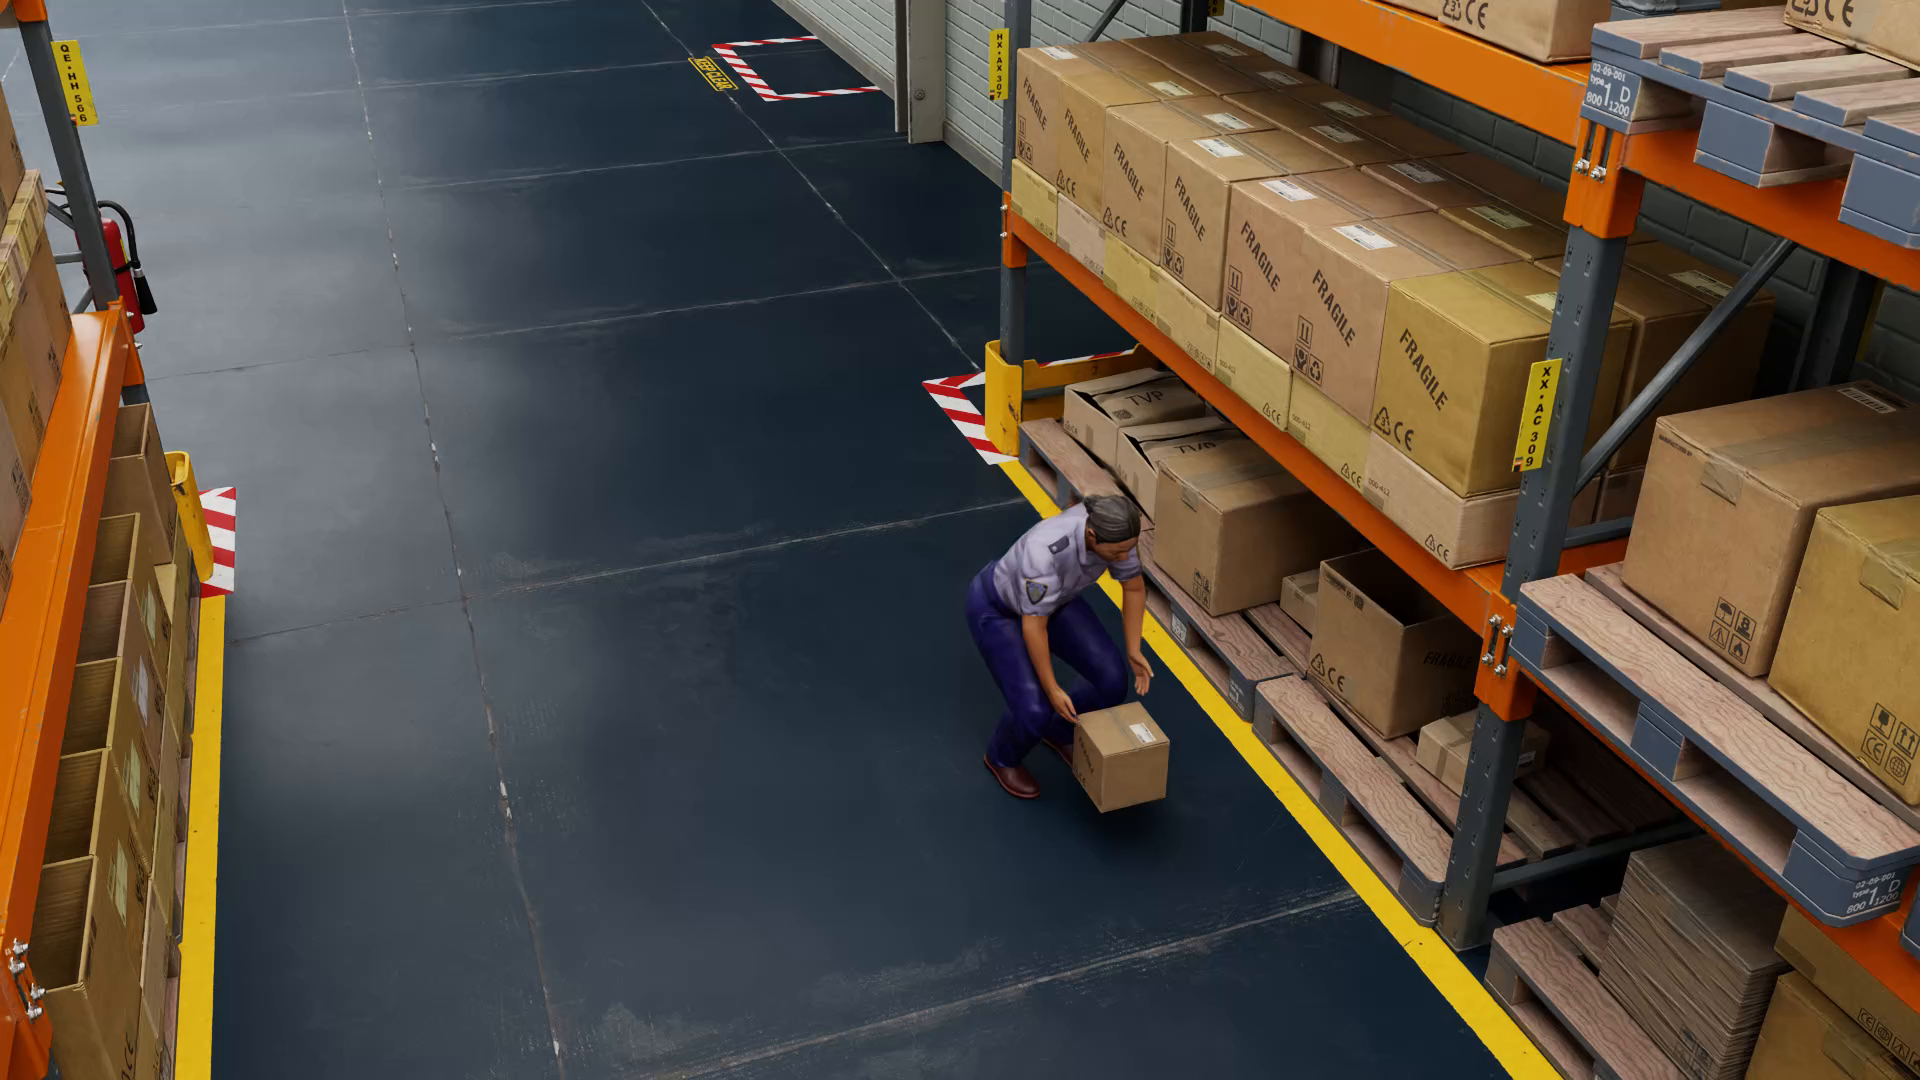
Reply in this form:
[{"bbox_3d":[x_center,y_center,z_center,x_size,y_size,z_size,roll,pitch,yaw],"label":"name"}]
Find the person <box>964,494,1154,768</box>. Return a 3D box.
[{"bbox_3d":[0.365,0.290,5.953,0.536,1.226,0.702,-19,35,-29],"label":"person"}]
